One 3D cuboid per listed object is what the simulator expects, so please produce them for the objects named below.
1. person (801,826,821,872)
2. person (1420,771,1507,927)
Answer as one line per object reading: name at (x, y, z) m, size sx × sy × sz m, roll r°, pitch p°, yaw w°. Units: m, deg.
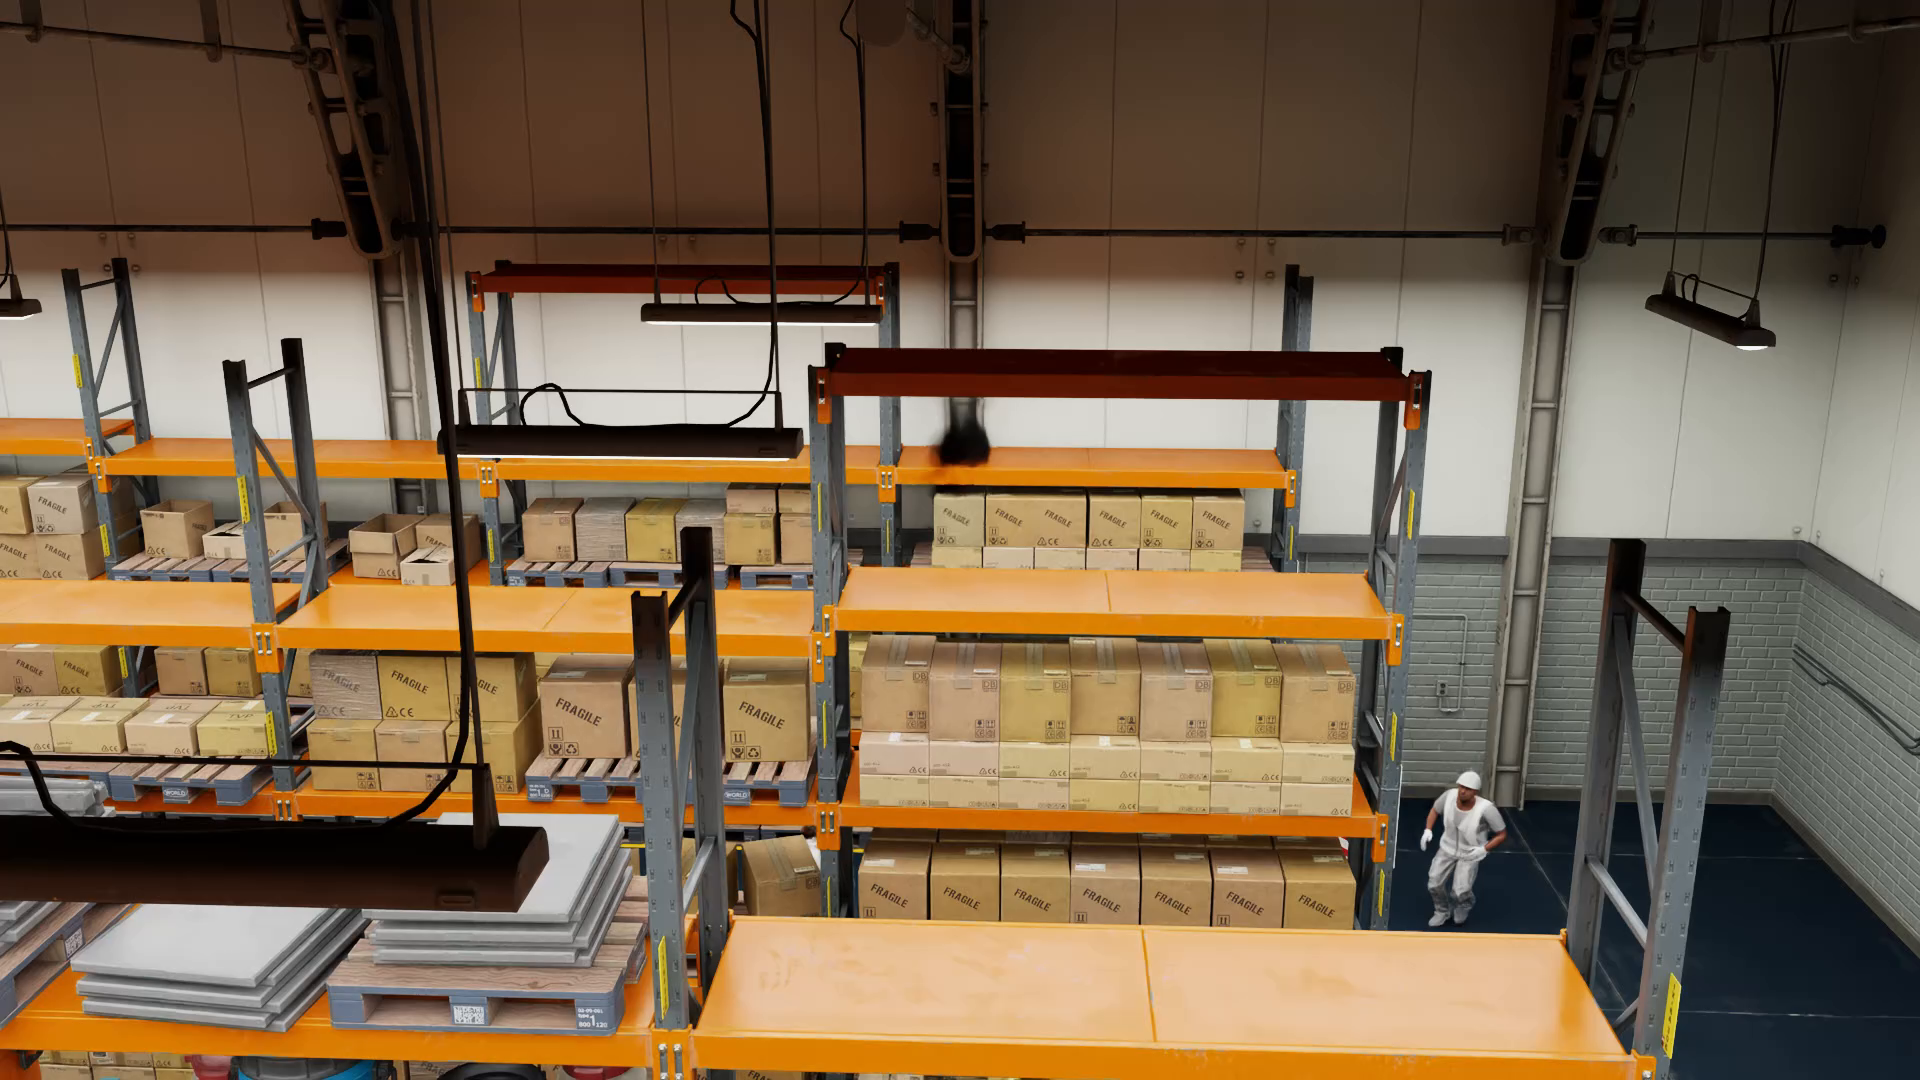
person at (-1.165, 3.178, 14.729) m, size 0.632 × 1.693 × 0.597 m, roll 3°, pitch 16°, yaw 11°
person at (4.693, 2.930, 15.547) m, size 0.768 × 1.683 × 0.542 m, roll 12°, pitch 20°, yaw 35°
